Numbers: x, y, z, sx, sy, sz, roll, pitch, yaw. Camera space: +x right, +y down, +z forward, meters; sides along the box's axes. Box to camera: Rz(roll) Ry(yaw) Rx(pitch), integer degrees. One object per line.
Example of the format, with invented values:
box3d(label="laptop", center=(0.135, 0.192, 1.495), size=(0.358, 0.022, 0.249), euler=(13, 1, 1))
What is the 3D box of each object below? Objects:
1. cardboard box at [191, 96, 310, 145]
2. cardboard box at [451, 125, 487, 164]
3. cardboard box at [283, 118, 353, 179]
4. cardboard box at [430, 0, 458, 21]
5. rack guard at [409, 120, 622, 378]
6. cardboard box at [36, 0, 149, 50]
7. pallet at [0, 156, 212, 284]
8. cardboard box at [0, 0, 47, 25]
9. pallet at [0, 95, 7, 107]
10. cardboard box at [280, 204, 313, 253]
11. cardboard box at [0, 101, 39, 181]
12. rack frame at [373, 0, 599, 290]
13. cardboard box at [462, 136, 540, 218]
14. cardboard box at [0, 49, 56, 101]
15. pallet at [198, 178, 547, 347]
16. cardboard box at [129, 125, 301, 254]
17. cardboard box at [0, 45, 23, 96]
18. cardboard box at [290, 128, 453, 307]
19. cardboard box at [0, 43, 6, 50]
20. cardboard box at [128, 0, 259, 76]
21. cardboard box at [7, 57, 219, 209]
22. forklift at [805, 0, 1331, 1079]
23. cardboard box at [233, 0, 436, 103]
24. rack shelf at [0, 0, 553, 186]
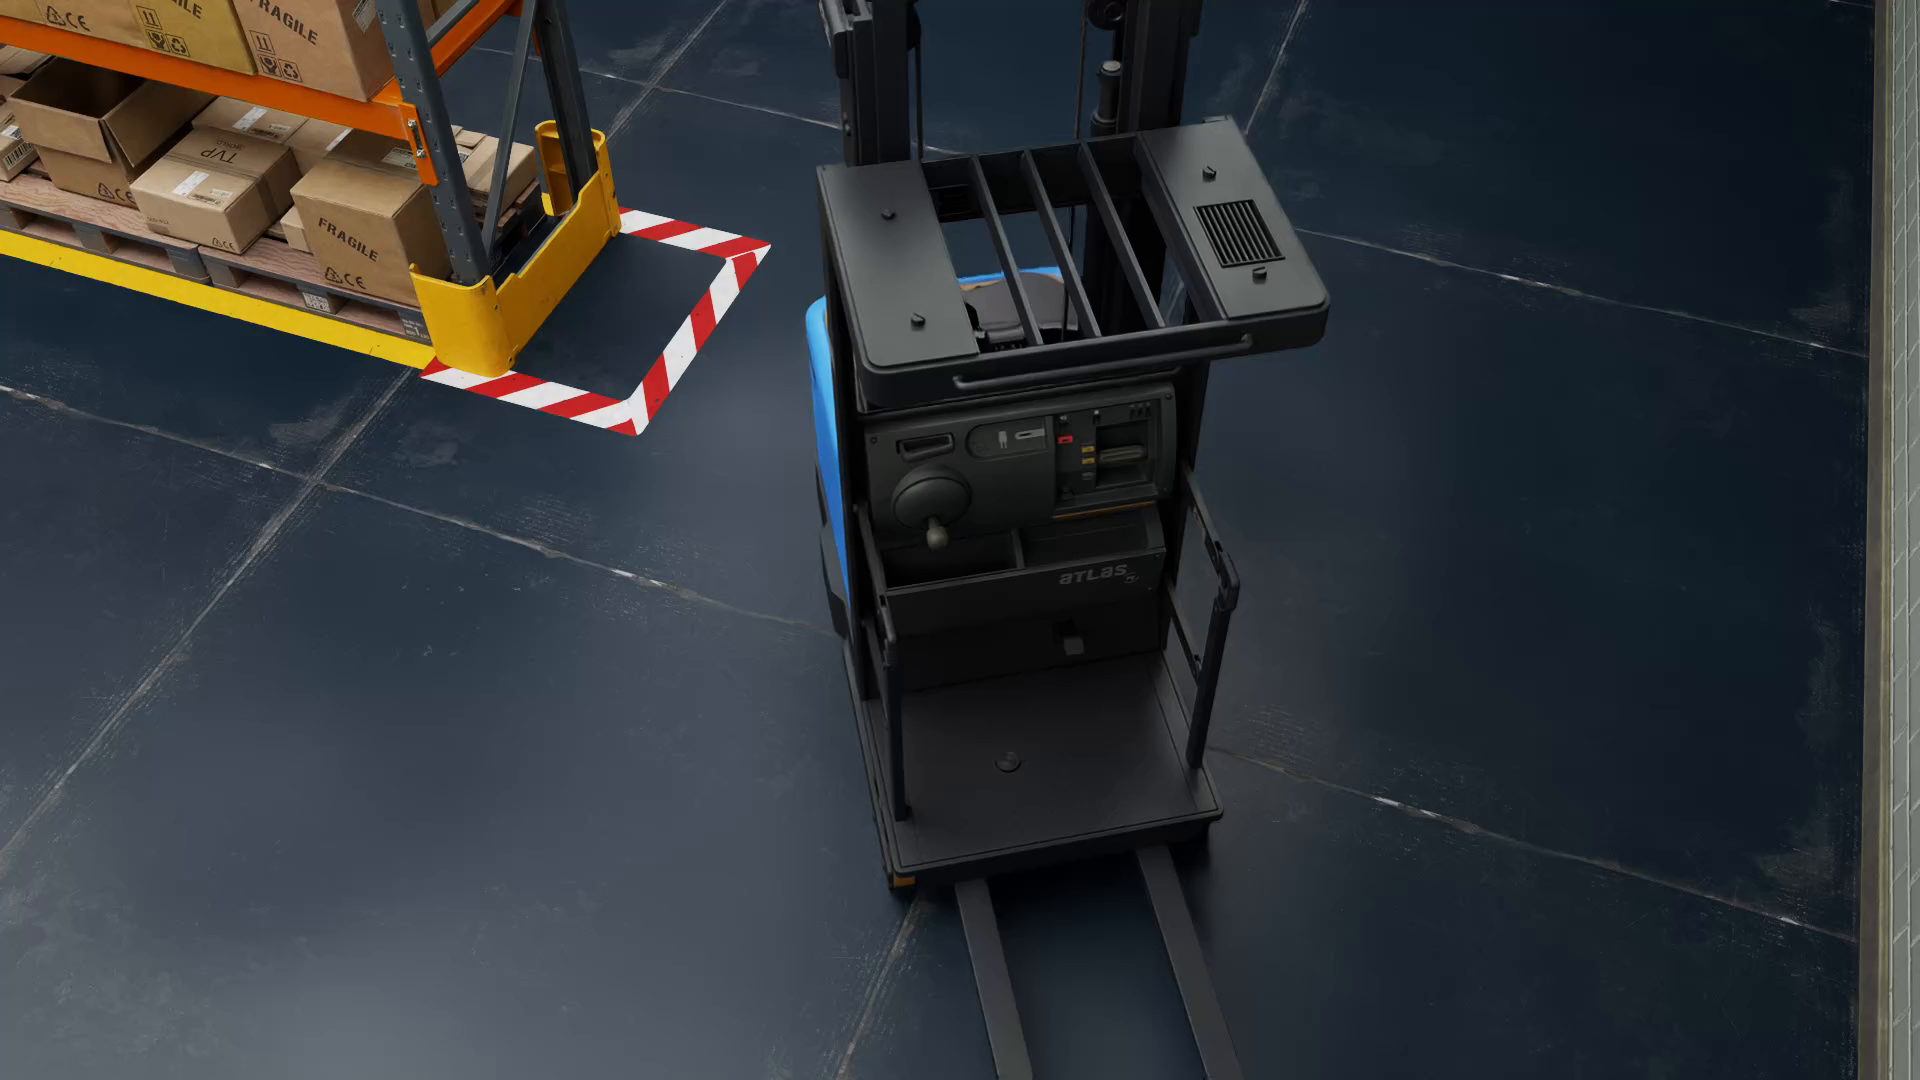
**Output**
box3d(label="cardboard box", center=(-3.232, -1.962, 7.860), size=(0.500, 0.250, 0.500), euler=(16, 51, 13))
box3d(label="cardboard box", center=(-2.390, -1.748, 7.730), size=(0.250, 0.166, 0.380), euler=(16, 51, 13))
box3d(label="cardboard box", center=(-2.763, -1.831, 7.747), size=(0.500, 0.250, 0.500), euler=(16, 51, 13))
box3d(label="cardboard box", center=(-2.207, -2.449, 6.688), size=(0.500, 0.500, 0.500), euler=(17, 51, 14))
box3d(label="rack guard", center=(-1.953, -1.314, 7.425), size=(0.348, 0.500, 1.175), euler=(16, 51, 13))
box3d(label="cardboard box", center=(-3.350, -2.338, 6.592), size=(0.500, 0.500, 0.500), euler=(16, 51, 13))
box3d(label="pallet", center=(-3.842, -1.748, 7.992), size=(1.213, 0.211, 1.003), euler=(16, 51, 13))
box3d(label="cardboard box", center=(-3.823, -2.470, 6.706), size=(0.500, 0.500, 0.500), euler=(15, 51, 13))
box3d(label="pallet", center=(-4.990, -2.066, 8.268), size=(1.213, 0.211, 1.003), euler=(16, 51, 13))
box3d(label="cardboard box", center=(-2.826, -1.467, 7.487), size=(0.250, 0.166, 0.380), euler=(16, 51, 13))
box3d(label="cardboard box", center=(-4.500, -1.894, 7.857), size=(0.250, 0.166, 0.380), euler=(16, 51, 13))
box3d(label="rack frame", center=(-1.882, -2.113, 6.463), size=(0.127, 3.000, 1.000), euler=(16, 51, 13))
box3d(label="cardboard box", center=(-2.156, -1.677, 7.680), size=(0.250, 0.149, 0.380), euler=(16, 51, 13))
box3d(label="cardboard box", center=(-4.298, -2.279, 8.095), size=(0.500, 0.311, 0.500), euler=(16, 51, 13))
box3d(label="pallet", center=(-2.701, -1.427, 7.714), size=(1.213, 0.211, 1.003), euler=(16, 51, 13))
box3d(label="cardboard box", center=(-3.358, -1.594, 7.542), size=(0.500, 0.250, 0.500), euler=(16, 51, 13))
box3d(label="cardboard box", center=(-4.629, -2.367, 8.278), size=(0.250, 0.149, 0.380), euler=(16, 51, 13))
box3d(label="cardboard box", center=(-2.477, -1.406, 7.213), size=(0.500, 0.500, 0.500), euler=(16, 51, 13))
box3d(label="cardboard box", center=(-5.001, -2.538, 8.194), size=(0.500, 0.500, 0.500), euler=(16, 51, 13))
box3d(label="cardboard box", center=(-2.884, -2.203, 6.475), size=(0.500, 0.500, 0.500), euler=(16, 51, 13))
box3d(label="cardboard box", center=(-3.870, -1.998, 7.725), size=(0.637, 0.503, 0.797), euler=(16, 51, 13))
box3d(label="forklift", center=(0.233, -0.111, 4.773), size=(1.130, 2.935, 3.031), euler=(-9, 50, -8))
box3d(label="cardboard box", center=(-2.396, -2.070, 6.359), size=(0.500, 0.500, 0.500), euler=(17, 51, 14))
box3d(label="rack shelf", center=(-3.758, -2.401, 7.189), size=(4.000, 0.370, 1.077), euler=(16, 51, 13))
